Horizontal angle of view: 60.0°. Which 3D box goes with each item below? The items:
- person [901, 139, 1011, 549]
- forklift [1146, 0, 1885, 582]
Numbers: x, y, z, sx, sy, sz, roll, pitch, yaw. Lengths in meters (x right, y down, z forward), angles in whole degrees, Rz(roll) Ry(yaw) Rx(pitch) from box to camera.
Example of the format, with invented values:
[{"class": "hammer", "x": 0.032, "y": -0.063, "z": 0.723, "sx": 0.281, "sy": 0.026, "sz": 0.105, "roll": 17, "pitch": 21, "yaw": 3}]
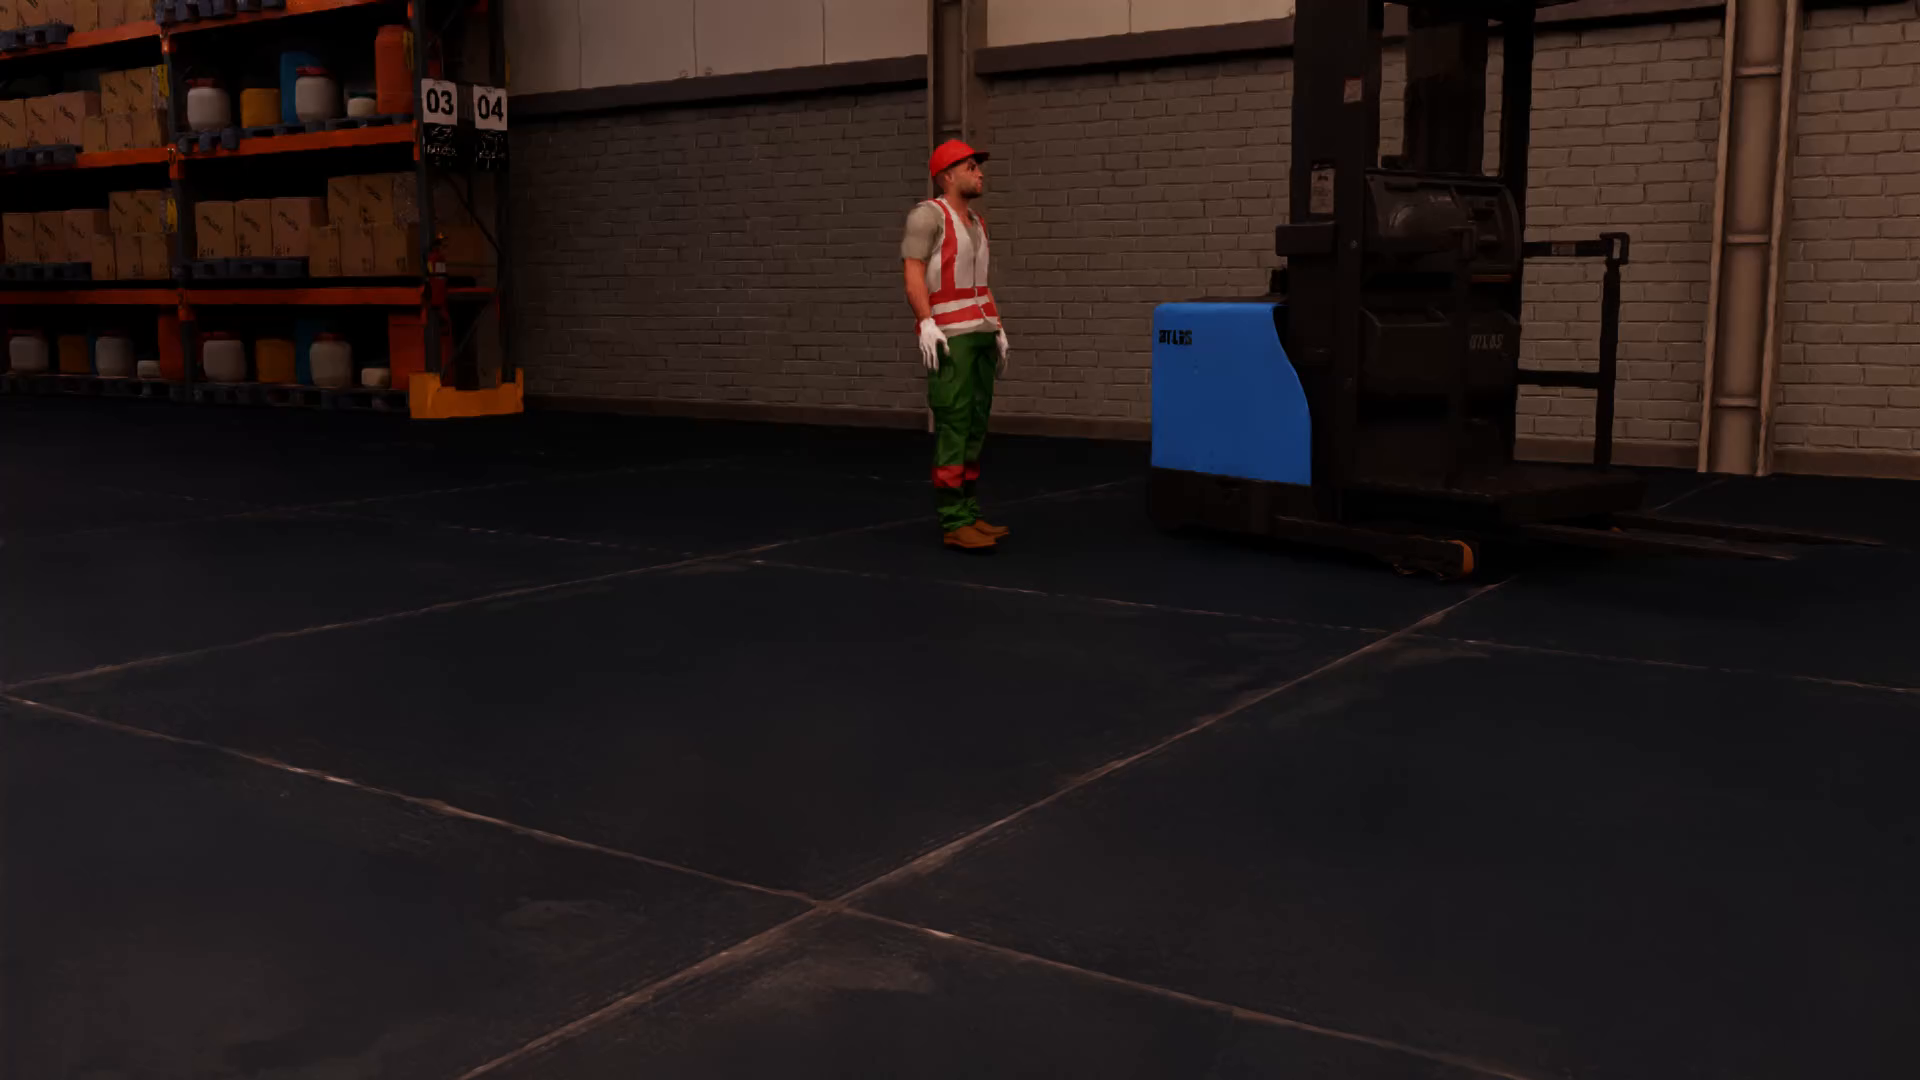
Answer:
[{"class": "person", "x": 0.061, "y": -0.885, "z": 7.423, "sx": 0.563, "sy": 1.787, "sz": 0.637, "roll": 5, "pitch": 10, "yaw": 34}, {"class": "forklift", "x": 2.155, "y": -1.365, "z": 6.795, "sx": 1.130, "sy": 2.935, "sz": 3.031, "roll": -6, "pitch": 10, "yaw": -36}]
